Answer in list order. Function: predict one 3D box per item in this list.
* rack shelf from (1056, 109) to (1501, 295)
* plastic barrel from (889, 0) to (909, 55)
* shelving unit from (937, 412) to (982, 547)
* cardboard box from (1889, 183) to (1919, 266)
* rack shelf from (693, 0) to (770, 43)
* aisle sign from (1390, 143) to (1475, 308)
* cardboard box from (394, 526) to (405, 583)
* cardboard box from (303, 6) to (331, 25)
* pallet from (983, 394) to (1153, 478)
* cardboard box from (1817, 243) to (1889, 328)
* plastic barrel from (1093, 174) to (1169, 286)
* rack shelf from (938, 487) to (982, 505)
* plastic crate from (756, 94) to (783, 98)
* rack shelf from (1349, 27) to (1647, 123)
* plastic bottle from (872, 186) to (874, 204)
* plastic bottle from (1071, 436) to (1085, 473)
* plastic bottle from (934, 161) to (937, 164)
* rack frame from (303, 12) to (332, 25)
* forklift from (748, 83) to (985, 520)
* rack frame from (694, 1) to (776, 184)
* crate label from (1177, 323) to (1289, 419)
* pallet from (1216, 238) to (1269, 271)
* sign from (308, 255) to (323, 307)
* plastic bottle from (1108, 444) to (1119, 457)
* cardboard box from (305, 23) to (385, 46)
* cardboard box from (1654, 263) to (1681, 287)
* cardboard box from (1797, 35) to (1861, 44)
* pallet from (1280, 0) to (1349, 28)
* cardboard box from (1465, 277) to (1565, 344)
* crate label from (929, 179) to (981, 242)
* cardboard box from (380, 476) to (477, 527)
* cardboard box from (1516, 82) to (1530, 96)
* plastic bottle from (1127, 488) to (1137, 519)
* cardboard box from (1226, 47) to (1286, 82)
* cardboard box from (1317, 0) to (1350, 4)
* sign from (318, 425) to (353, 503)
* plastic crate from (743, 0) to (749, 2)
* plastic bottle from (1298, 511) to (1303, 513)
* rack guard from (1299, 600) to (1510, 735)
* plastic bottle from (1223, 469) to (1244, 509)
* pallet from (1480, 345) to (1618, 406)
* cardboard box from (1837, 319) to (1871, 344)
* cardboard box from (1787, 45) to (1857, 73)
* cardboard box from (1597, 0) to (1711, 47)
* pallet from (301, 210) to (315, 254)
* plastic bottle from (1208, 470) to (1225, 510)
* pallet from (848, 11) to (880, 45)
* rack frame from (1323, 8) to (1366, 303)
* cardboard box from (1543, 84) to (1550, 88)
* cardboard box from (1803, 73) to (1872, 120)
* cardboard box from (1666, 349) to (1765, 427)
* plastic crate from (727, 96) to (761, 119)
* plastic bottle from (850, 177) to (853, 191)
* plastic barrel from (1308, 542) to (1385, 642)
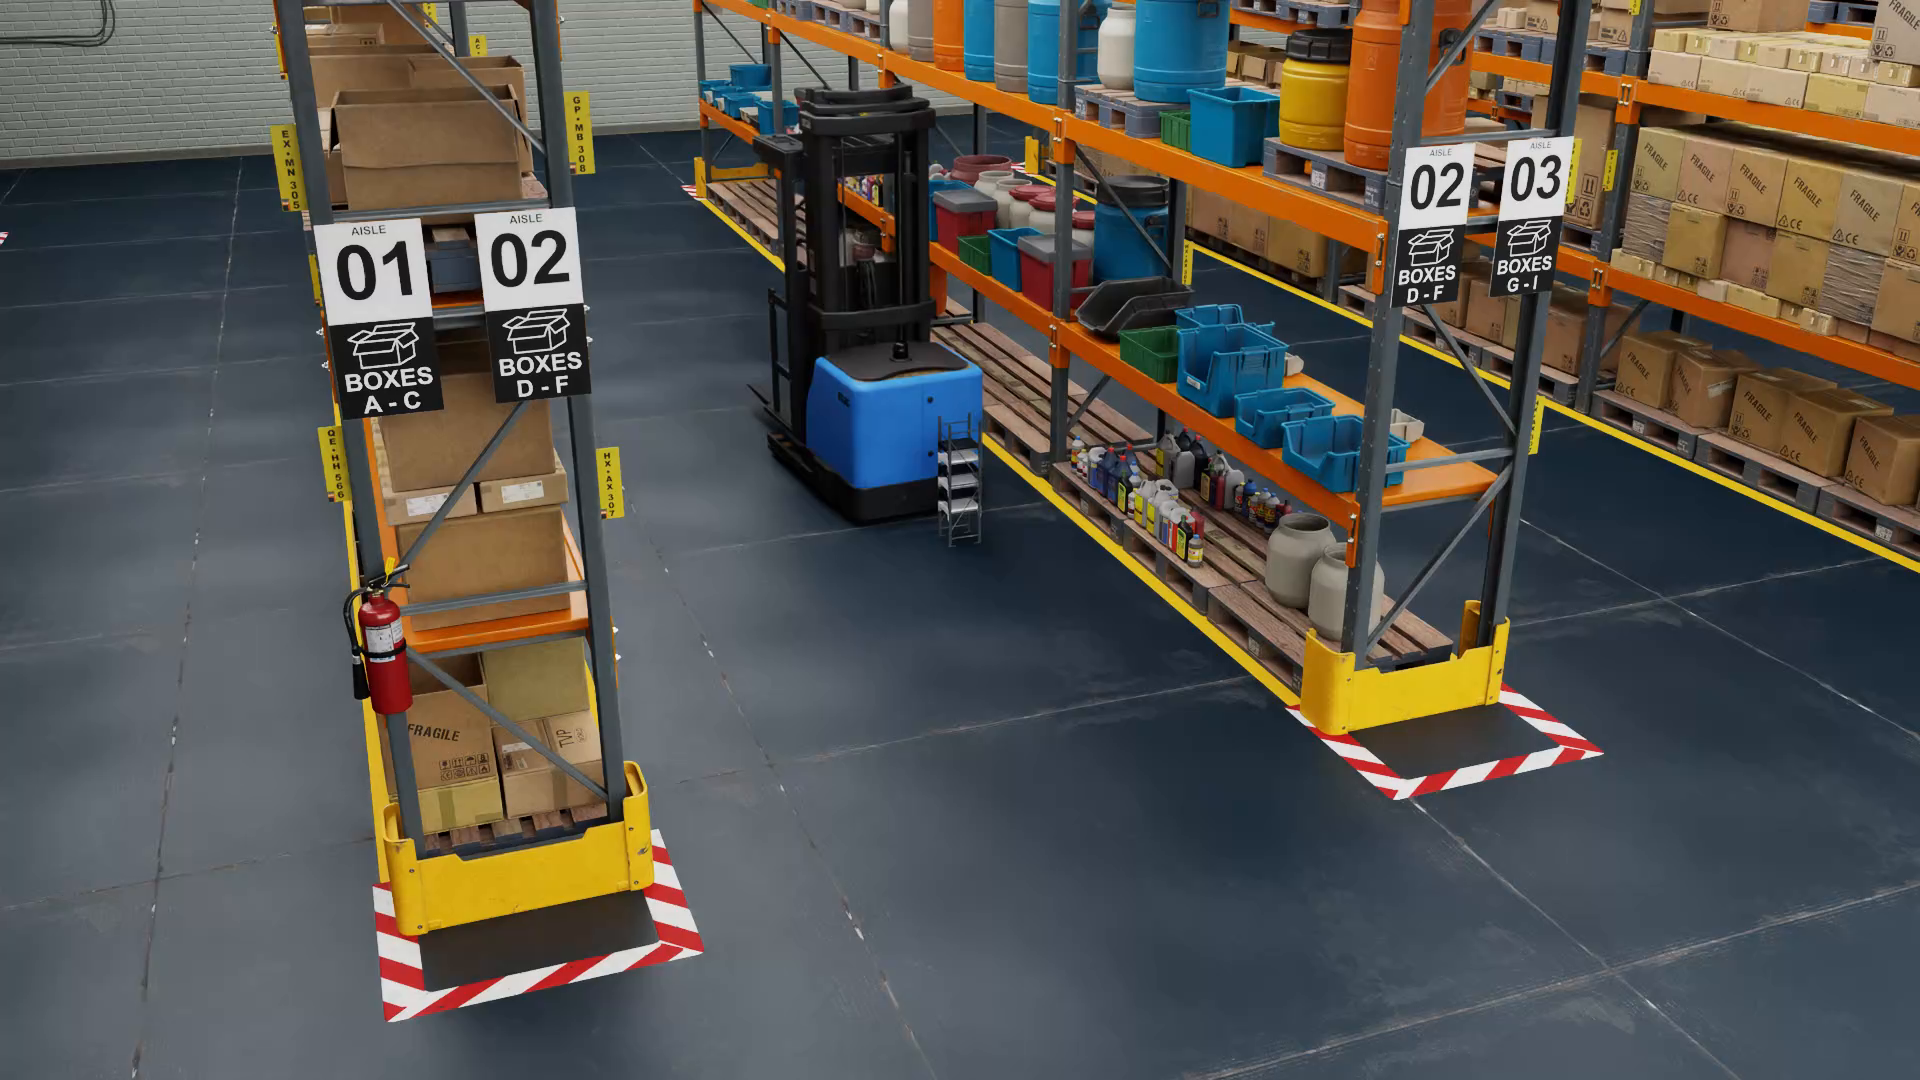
[{"bbox_3d":[1.879,-2.194,10.157,1.077,0.370,4.000,-8,24,-19],"label":"rack shelf"},{"bbox_3d":[-0.417,-4.602,14.800,0.421,0.512,0.421,0,23,0],"label":"plastic barrel"},{"bbox_3d":[-0.003,-0.418,11.582,0.258,0.900,0.210,-8,24,-19],"label":"shelving unit"},{"bbox_3d":[6.612,-2.086,11.039,0.500,0.500,0.500,-8,24,-19],"label":"cardboard box"},{"bbox_3d":[-2.360,-6.554,20.502,1.077,0.370,4.000,-8,24,-19],"label":"rack shelf"},{"bbox_3d":[2.333,-1.547,8.212,0.394,0.787,0.004,-8,24,-19],"label":"aisle sign"},{"bbox_3d":[-2.393,-0.146,8.104,0.700,0.500,0.500,-8,24,-18],"label":"cardboard box"},{"bbox_3d":[-5.061,-4.227,13.926,0.910,0.500,0.500,-8,24,-19],"label":"cardboard box"},{"bbox_3d":[0.859,-0.865,13.530,1.003,0.211,1.213,-8,24,-19],"label":"pallet"},{"bbox_3d":[6.626,-1.835,11.731,0.875,0.500,0.500,-8,24,-19],"label":"cardboard box"},{"bbox_3d":[1.320,-2.283,12.658,0.600,0.901,0.708,-8,24,-19],"label":"plastic barrel"},{"bbox_3d":[-0.003,-0.304,11.630,0.258,0.077,0.200,-8,24,-19],"label":"rack shelf"},{"bbox_3d":[-2.520,-5.757,21.810,0.396,0.136,0.243,-8,24,-19],"label":"plastic crate"},{"bbox_3d":[5.100,-4.327,15.217,1.077,0.370,4.000,-8,24,-19],"label":"rack shelf"},{"bbox_3d":[-0.806,-3.364,16.126,0.097,0.201,0.097,0,23,0],"label":"plastic bottle"},{"bbox_3d":[0.875,-0.639,12.351,0.097,0.271,0.097,0,23,0],"label":"plastic bottle"},{"bbox_3d":[-0.259,-3.694,16.802,0.061,0.283,0.133,-8,24,-19],"label":"plastic bottle"},{"bbox_3d":[-4.876,-5.409,12.998,1.000,3.000,0.127,-8,24,-19],"label":"rack frame"},{"bbox_3d":[-0.896,-2.030,12.793,1.130,2.935,3.031,-10,25,-23],"label":"forklift"},{"bbox_3d":[-3.067,-6.230,22.669,1.000,3.000,0.127,-8,24,-19],"label":"rack frame"},{"bbox_3d":[1.682,-1.064,10.367,0.502,0.435,0.616,-8,24,-19],"label":"crate label"},{"bbox_3d":[3.758,-3.457,19.680,1.003,0.211,1.213,-8,24,-19],"label":"pallet"},{"bbox_3d":[-3.967,-1.610,10.320,0.100,0.325,0.005,-8,24,-19],"label":"sign"},{"bbox_3d":[1.114,-0.546,12.114,0.061,0.283,0.133,-8,24,-19],"label":"plastic bottle"},{"bbox_3d":[-3.531,-2.658,9.484,0.500,0.500,0.500,-6,24,-15],"label":"cardboard box"},{"bbox_3d":[5.791,-2.134,13.275,0.380,0.149,0.250,-8,24,-19],"label":"cardboard box"},{"bbox_3d":[6.491,-3.682,12.441,0.380,0.149,0.250,-9,25,-21],"label":"cardboard box"},{"bbox_3d":[4.116,-5.524,17.376,1.213,0.211,1.003,-7,24,-17],"label":"pallet"},{"bbox_3d":[5.261,-2.205,15.772,0.700,0.500,0.500,-11,25,-24],"label":"cardboard box"},{"bbox_3d":[-0.143,-2.941,14.821,0.502,0.435,0.616,-8,24,-19],"label":"crate label"},{"bbox_3d":[-2.363,-0.196,7.388,0.380,0.149,0.250,-9,24,-20],"label":"cardboard box"},{"bbox_3d":[7.468,-5.871,21.601,0.380,0.149,0.250,-8,24,-18],"label":"cardboard box"},{"bbox_3d":[1.214,-0.258,11.536,0.097,0.201,0.097,0,23,0],"label":"plastic bottle"},{"bbox_3d":[3.445,-5.482,19.475,0.797,0.503,0.637,-8,24,-18],"label":"cardboard box"},{"bbox_3d":[4.110,-5.838,17.203,0.797,0.503,0.637,-7,24,-16],"label":"cardboard box"},{"bbox_3d":[-2.562,-0.311,6.831,0.100,0.325,0.005,-8,24,-19],"label":"sign"},{"bbox_3d":[-2.459,-6.447,19.661,0.293,0.136,0.466,-8,24,-19],"label":"plastic crate"},{"bbox_3d":[2.237,-0.063,10.984,0.097,0.271,0.097,0,23,0],"label":"plastic bottle"},{"bbox_3d":[2.515,0.715,9.411,1.175,0.500,0.348,-8,24,-19],"label":"rack guard"},{"bbox_3d":[1.905,-0.376,11.721,0.152,0.276,0.135,-8,24,-18],"label":"plastic bottle"},{"bbox_3d":[5.530,-1.547,15.148,1.003,0.211,1.213,-8,24,-19],"label":"pallet"},{"bbox_3d":[6.469,-1.507,11.787,0.380,0.149,0.250,-8,24,-19],"label":"cardboard box"},{"bbox_3d":[6.129,-3.417,11.813,0.380,0.149,0.250,-9,24,-20],"label":"cardboard box"},{"bbox_3d":[5.733,-4.357,13.689,0.797,0.503,0.637,-10,25,-22],"label":"cardboard box"},{"bbox_3d":[-5.181,-2.793,14.761,1.213,0.211,1.003,-8,24,-19],"label":"pallet"},{"bbox_3d":[1.806,-0.365,11.684,0.061,0.283,0.133,-8,24,-19],"label":"plastic bottle"},{"bbox_3d":[-0.419,-4.910,15.917,1.003,0.211,1.213,-8,24,-19],"label":"pallet"},{"bbox_3d":[4.393,-4.003,17.384,1.000,3.000,0.127,-8,24,-19],"label":"rack frame"},{"bbox_3d":[7.642,-5.826,21.111,0.380,0.149,0.250,-9,25,-21],"label":"cardboard box"},{"bbox_3d":[6.277,-3.100,11.573,0.500,0.250,0.500,-9,24,-20],"label":"cardboard box"},{"bbox_3d":[6.120,-1.233,13.491,0.500,0.500,0.500,-1,23,-2],"label":"cardboard box"},{"bbox_3d":[-2.716,-5.458,20.976,0.416,0.233,0.300,-8,24,-19],"label":"plastic crate"},{"bbox_3d":[-1.060,-3.625,16.744,0.097,0.201,0.097,0,23,0],"label":"plastic bottle"},{"bbox_3d":[2.282,0.308,9.819,0.421,0.512,0.421,0,23,0],"label":"plastic barrel"}]
